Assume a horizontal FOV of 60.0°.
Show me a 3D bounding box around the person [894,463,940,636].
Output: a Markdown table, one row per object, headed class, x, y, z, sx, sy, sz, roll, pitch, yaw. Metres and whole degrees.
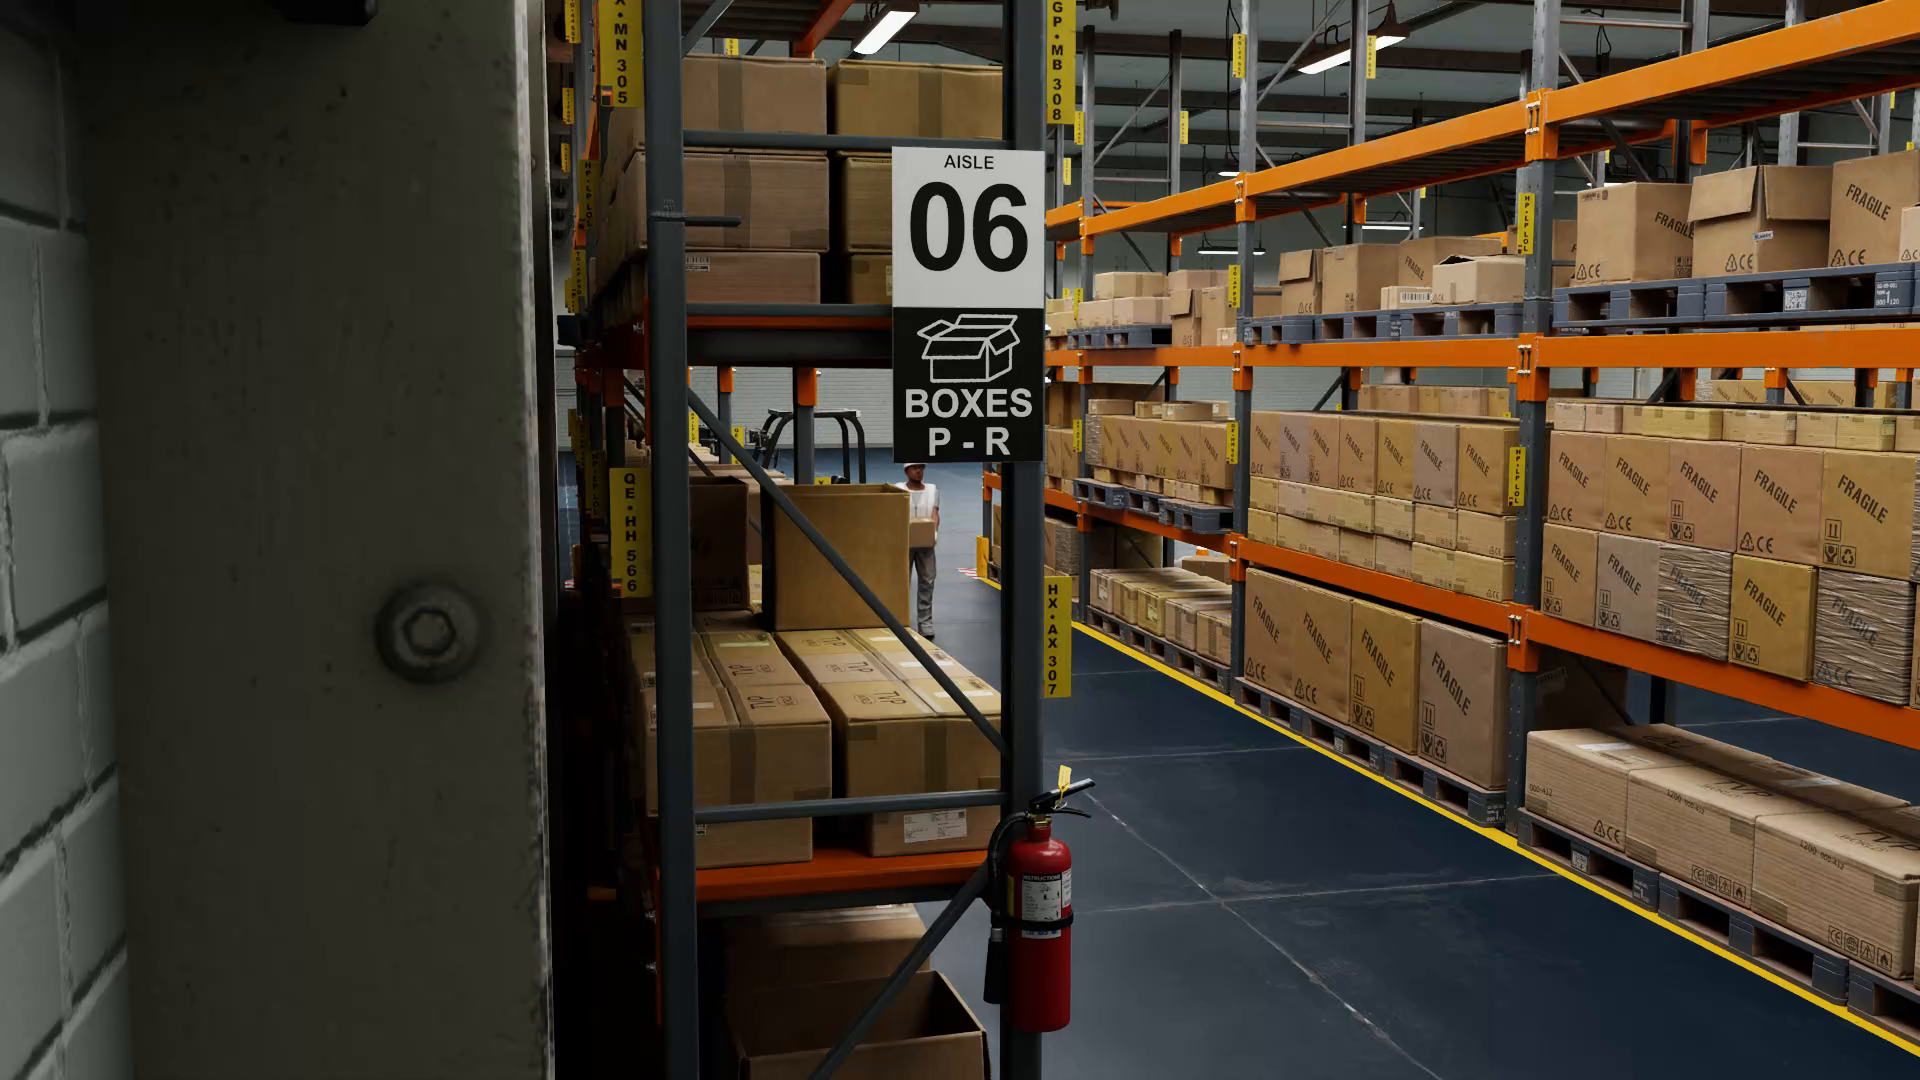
| class | x | y | z | sx | sy | sz | roll | pitch | yaw |
| --- | --- | --- | --- | --- | --- | --- | --- | --- | --- |
| person | -0.418 | 0.062 | 16.247 | 0.487 | 1.778 | 0.584 | -1 | 6 | -13 |
